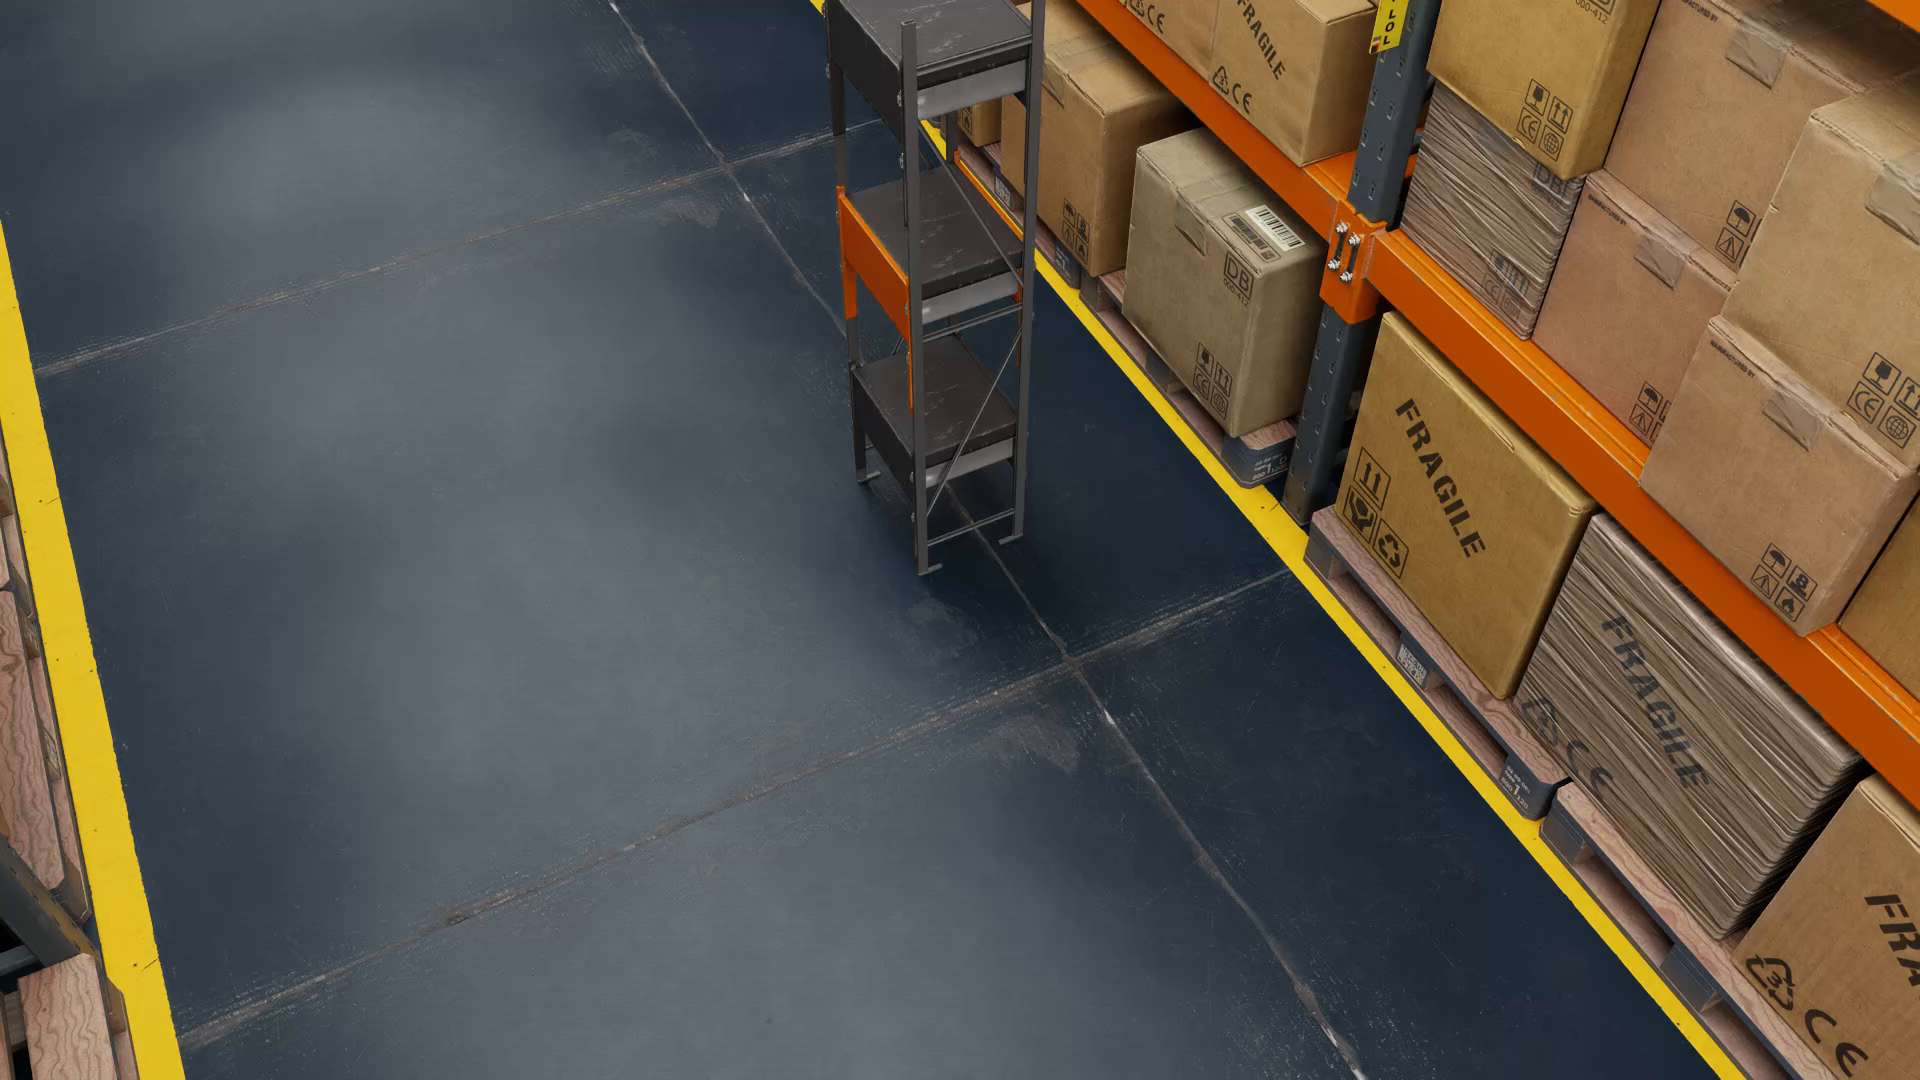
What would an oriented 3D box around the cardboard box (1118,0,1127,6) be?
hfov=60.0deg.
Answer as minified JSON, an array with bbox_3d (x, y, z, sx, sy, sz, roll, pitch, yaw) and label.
[{"bbox_3d":[0.661,-2.208,5.622,0.500,0.500,0.500,-21,52,-17],"label":"cardboard box"}]

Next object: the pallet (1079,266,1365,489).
[{"bbox_3d":[1.180,-0.814,6.322,1.003,0.211,1.213,-21,52,-18],"label":"pallet"}]

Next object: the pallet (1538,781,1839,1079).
[{"bbox_3d":[2.440,1.030,4.709,1.003,0.211,1.213,-21,52,-18],"label":"pallet"}]

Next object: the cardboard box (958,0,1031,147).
[{"bbox_3d":[0.371,-2.294,6.979,1.050,0.750,0.750,-20,52,-17],"label":"cardboard box"}]

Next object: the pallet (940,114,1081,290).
[{"bbox_3d":[0.617,-1.631,7.037,1.003,0.211,1.213,-21,52,-18],"label":"pallet"}]

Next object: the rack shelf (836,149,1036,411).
[{"bbox_3d":[-0.076,-0.793,5.067,0.431,0.518,0.480,-21,52,-18],"label":"rack shelf"}]

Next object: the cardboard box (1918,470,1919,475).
[{"bbox_3d":[2.467,-0.299,3.201,0.875,0.550,0.500,-21,52,-18],"label":"cardboard box"}]

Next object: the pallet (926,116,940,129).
[{"bbox_3d":[0.063,-2.447,7.750,1.003,0.211,1.213,-21,52,-18],"label":"pallet"}]

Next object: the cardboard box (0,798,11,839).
[{"bbox_3d":[-3.119,0.659,4.549,0.700,0.500,0.500,-25,53,-20],"label":"cardboard box"}]

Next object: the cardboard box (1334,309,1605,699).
[{"bbox_3d":[1.825,-0.235,5.095,0.875,0.875,0.875,-20,52,-17],"label":"cardboard box"}]

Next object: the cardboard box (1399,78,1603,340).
[{"bbox_3d":[1.779,-1.048,4.574,0.875,0.550,0.550,-21,52,-18],"label":"cardboard box"}]

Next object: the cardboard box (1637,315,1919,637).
[{"bbox_3d":[2.193,-0.286,3.907,0.875,0.550,0.550,-21,52,-18],"label":"cardboard box"}]

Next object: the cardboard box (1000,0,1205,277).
[{"bbox_3d":[0.798,-1.670,6.434,1.050,0.750,0.750,-21,52,-18],"label":"cardboard box"}]

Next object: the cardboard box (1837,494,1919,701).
[{"bbox_3d":[2.525,0.034,3.627,0.875,0.550,0.500,-21,52,-18],"label":"cardboard box"}]

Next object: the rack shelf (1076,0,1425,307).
[{"bbox_3d":[0.685,-2.343,6.285,1.077,0.370,4.000,-21,52,-18],"label":"rack shelf"}]

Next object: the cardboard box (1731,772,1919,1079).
[{"bbox_3d":[2.657,0.978,4.035,0.875,0.875,0.875,-22,52,-18],"label":"cardboard box"}]

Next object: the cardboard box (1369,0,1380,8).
[{"bbox_3d":[1.367,-1.934,4.718,0.700,0.500,0.500,-22,52,-18],"label":"cardboard box"}]

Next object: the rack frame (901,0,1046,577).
[{"bbox_3d":[0.036,-0.639,4.914,0.400,2.100,0.015,-21,52,-18],"label":"rack frame"}]

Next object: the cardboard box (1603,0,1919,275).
[{"bbox_3d":[2.093,-1.059,3.867,0.875,0.550,0.550,-21,52,-18],"label":"cardboard box"}]

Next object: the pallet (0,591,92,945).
[{"bbox_3d":[-3.214,0.797,4.913,1.003,0.211,1.213,-21,52,-18],"label":"pallet"}]

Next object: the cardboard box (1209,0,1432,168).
[{"bbox_3d":[1.123,-1.532,5.030,0.500,0.500,0.500,-21,52,-18],"label":"cardboard box"}]

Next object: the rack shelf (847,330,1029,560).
[{"bbox_3d":[-0.076,-0.332,5.594,0.431,0.518,0.480,-21,52,-18],"label":"rack shelf"}]

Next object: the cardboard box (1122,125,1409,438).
[{"bbox_3d":[1.236,-1.024,5.868,1.050,0.750,0.750,-21,52,-18],"label":"cardboard box"}]

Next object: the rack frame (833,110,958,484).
[{"bbox_3d":[-0.187,-0.965,5.199,0.400,2.100,0.015,-21,52,-18],"label":"rack frame"}]

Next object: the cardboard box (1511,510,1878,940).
[{"bbox_3d":[2.241,0.367,4.569,0.875,0.875,0.875,-21,52,-17],"label":"cardboard box"}]

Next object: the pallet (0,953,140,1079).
[{"bbox_3d":[-2.518,1.755,4.075,1.003,0.211,1.213,-21,52,-18],"label":"pallet"}]

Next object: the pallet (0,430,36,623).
[{"bbox_3d":[-3.777,-0.021,5.628,1.003,0.211,1.213,-21,52,-18],"label":"pallet"}]

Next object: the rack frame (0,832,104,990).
[{"bbox_3d":[-2.857,0.399,3.408,1.000,3.000,0.127,-21,52,-18],"label":"rack frame"}]

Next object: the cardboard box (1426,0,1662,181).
[{"bbox_3d":[1.738,-1.388,4.154,0.875,0.550,0.550,-21,52,-18],"label":"cardboard box"}]

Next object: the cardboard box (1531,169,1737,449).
[{"bbox_3d":[2.051,-0.688,4.259,0.875,0.550,0.550,-21,52,-18],"label":"cardboard box"}]

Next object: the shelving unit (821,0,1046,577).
[{"bbox_3d":[-0.076,-0.802,5.057,0.431,2.100,0.503,-21,52,-18],"label":"shelving unit"}]

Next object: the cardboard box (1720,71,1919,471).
[{"bbox_3d":[2.218,-0.651,3.509,0.875,0.550,0.550,-21,52,-18],"label":"cardboard box"}]

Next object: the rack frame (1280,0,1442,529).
[{"bbox_3d":[1.600,-1.241,4.843,1.000,3.000,0.127,-21,52,-18],"label":"rack frame"}]

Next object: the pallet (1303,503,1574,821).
[{"bbox_3d":[1.878,0.212,5.424,1.003,0.211,1.213,-21,52,-18],"label":"pallet"}]

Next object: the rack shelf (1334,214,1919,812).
[{"bbox_3d":[2.515,0.334,3.943,1.077,0.370,4.000,-21,52,-18],"label":"rack shelf"}]

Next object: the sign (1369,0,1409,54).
[{"bbox_3d":[1.122,-1.403,4.268,0.100,0.325,0.005,-21,52,-18],"label":"sign"}]

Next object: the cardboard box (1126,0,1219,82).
[{"bbox_3d":[0.892,-1.870,5.326,0.500,0.500,0.500,-22,52,-18],"label":"cardboard box"}]

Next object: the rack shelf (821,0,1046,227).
[{"bbox_3d":[-0.076,-1.254,4.540,0.431,0.518,0.480,-21,52,-18],"label":"rack shelf"}]
